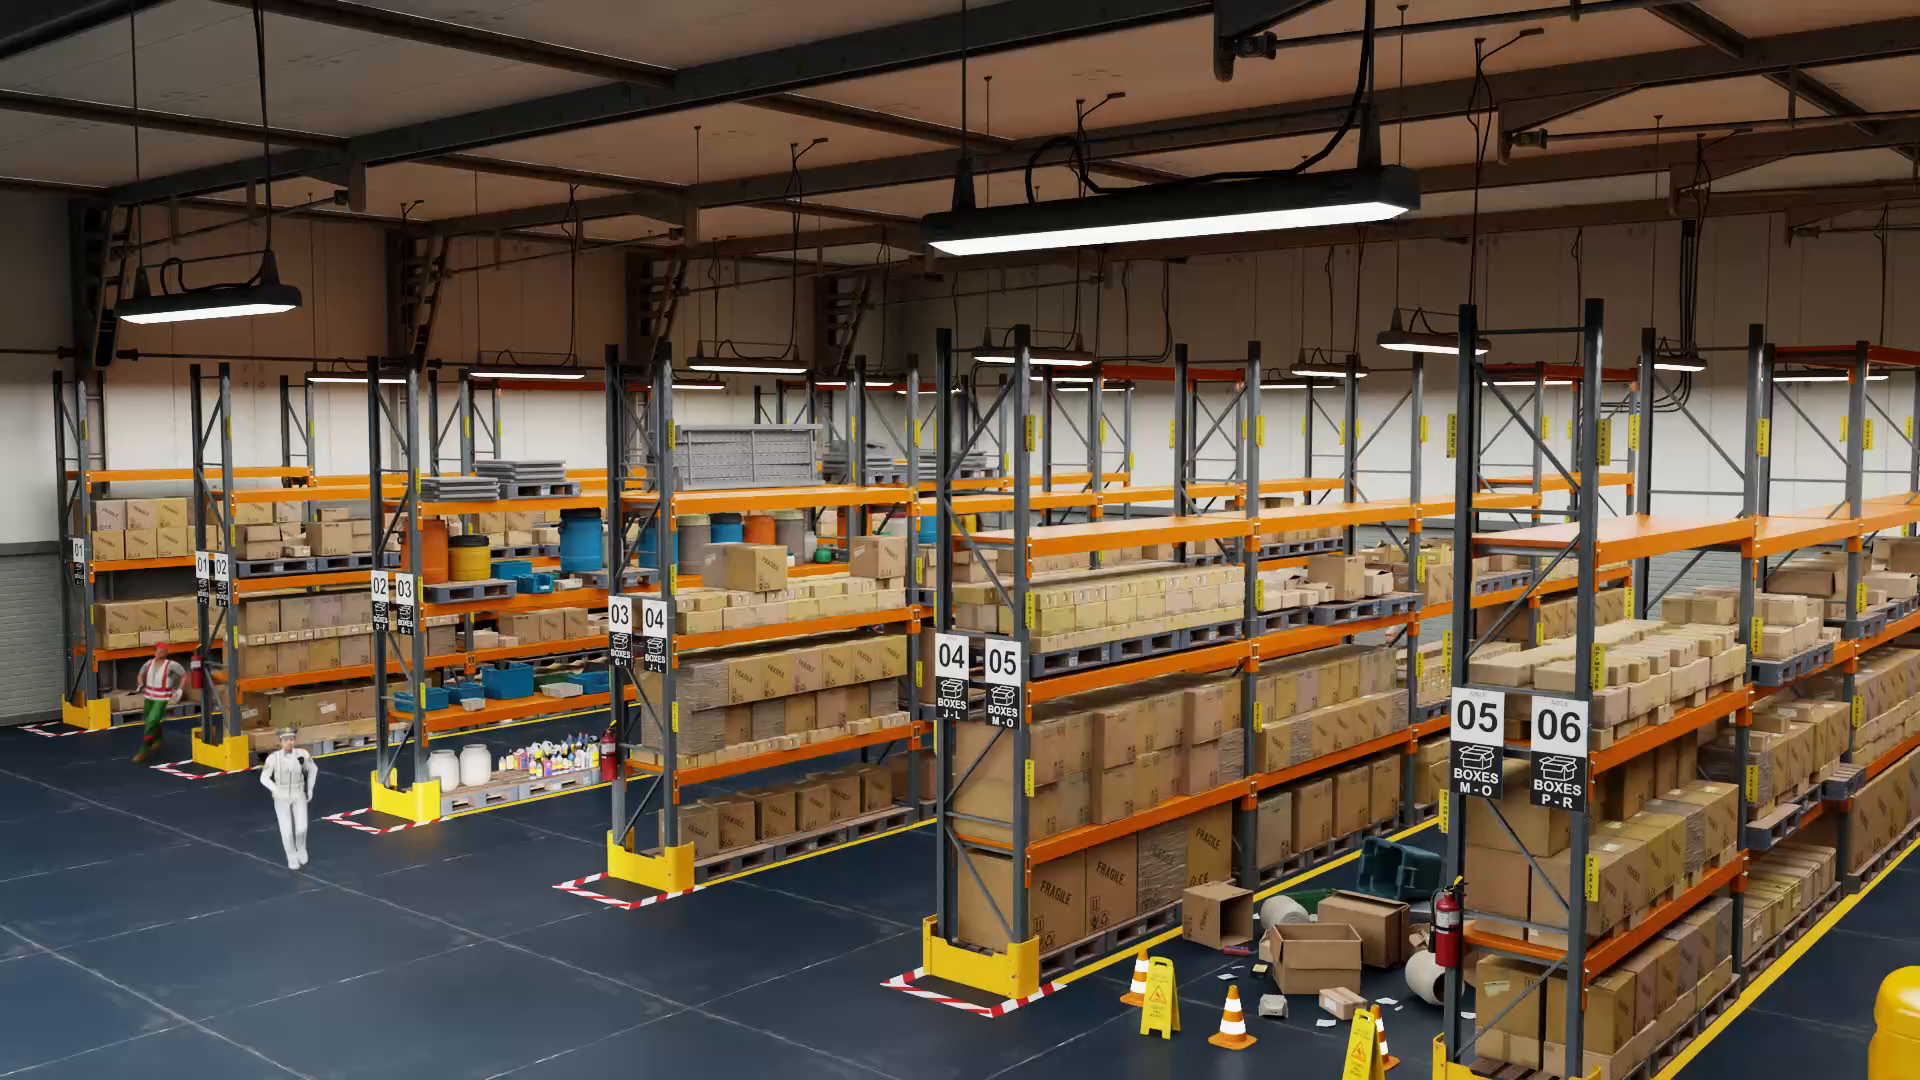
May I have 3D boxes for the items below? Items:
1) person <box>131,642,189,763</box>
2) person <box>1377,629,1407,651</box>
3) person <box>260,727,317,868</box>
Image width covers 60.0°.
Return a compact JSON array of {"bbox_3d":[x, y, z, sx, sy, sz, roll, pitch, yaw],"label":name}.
[{"bbox_3d":[-12.242,2.439,25.365,0.719,1.782,0.936,1,4,9],"label":"person"},{"bbox_3d":[7.038,2.330,27.213,0.712,1.764,0.918,2,5,30],"label":"person"},{"bbox_3d":[-7.674,2.957,19.048,0.614,1.657,0.542,-2,4,-24],"label":"person"}]
